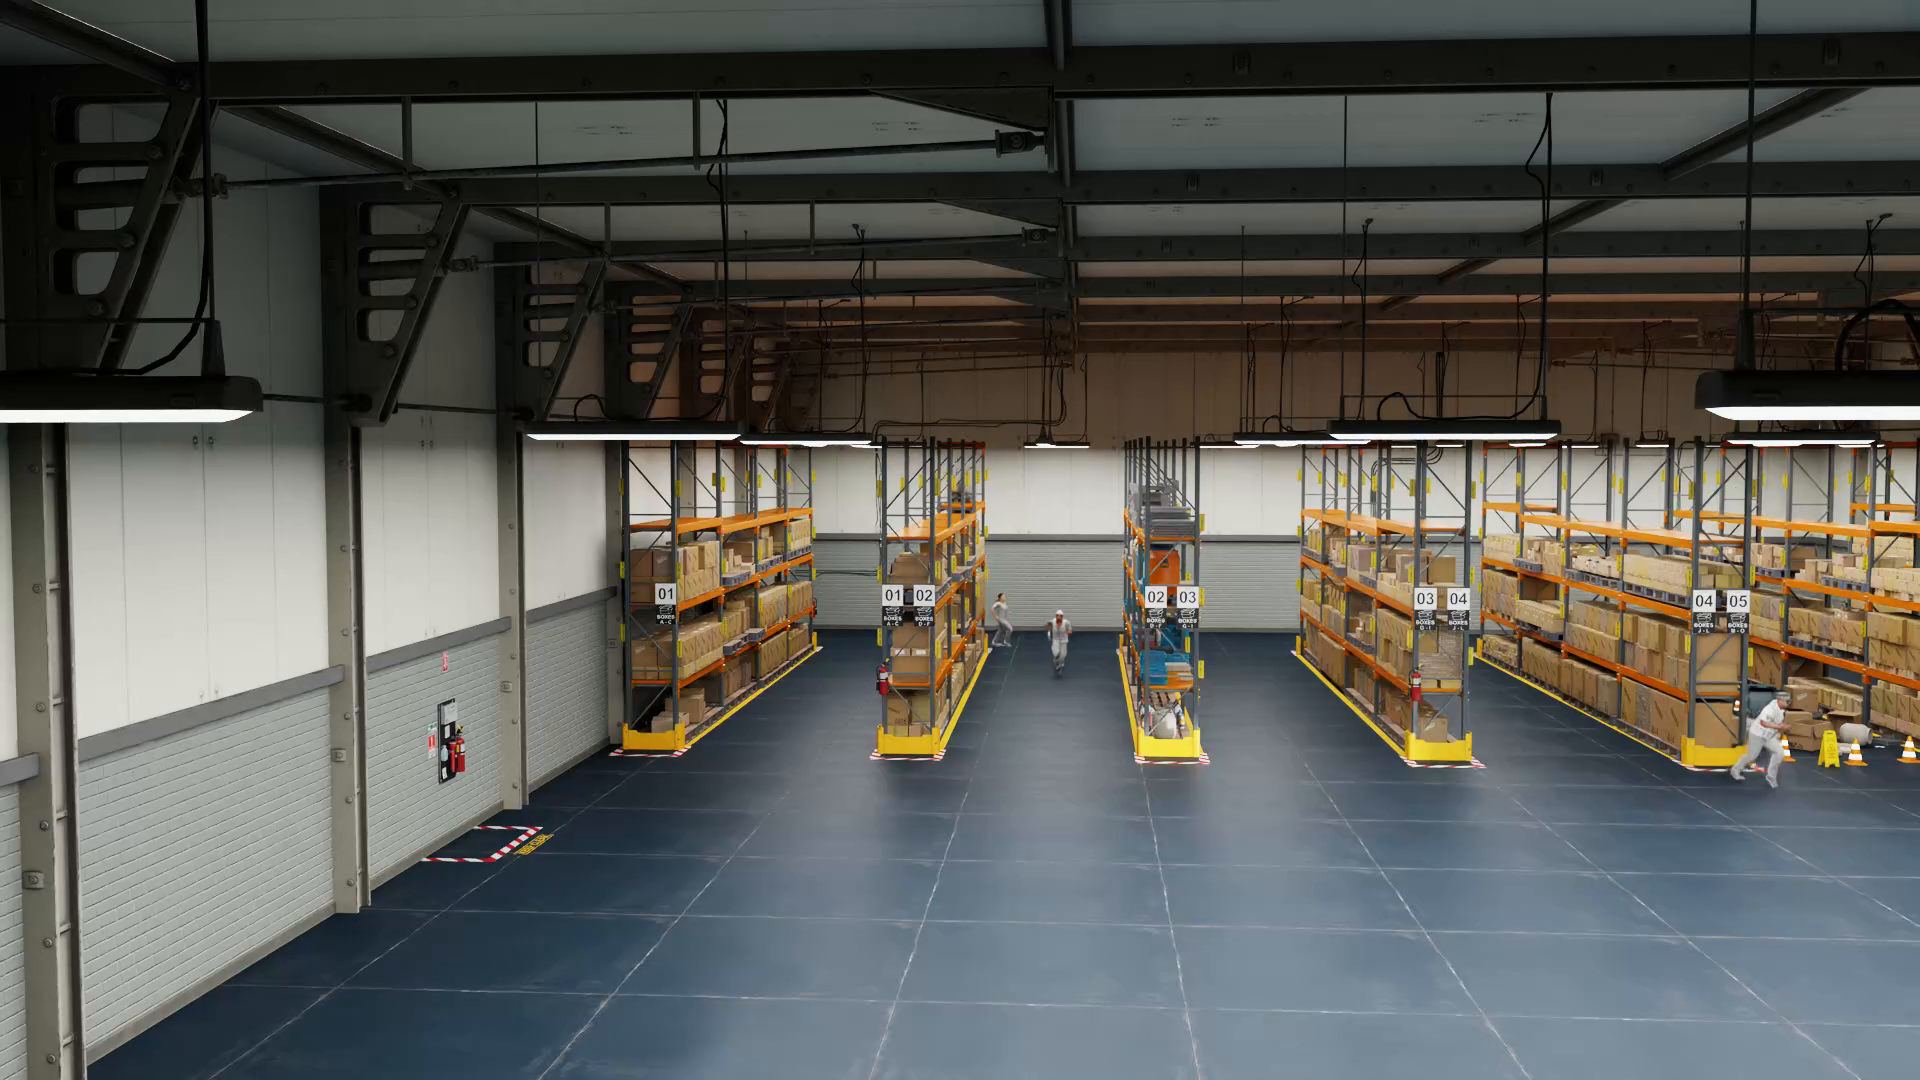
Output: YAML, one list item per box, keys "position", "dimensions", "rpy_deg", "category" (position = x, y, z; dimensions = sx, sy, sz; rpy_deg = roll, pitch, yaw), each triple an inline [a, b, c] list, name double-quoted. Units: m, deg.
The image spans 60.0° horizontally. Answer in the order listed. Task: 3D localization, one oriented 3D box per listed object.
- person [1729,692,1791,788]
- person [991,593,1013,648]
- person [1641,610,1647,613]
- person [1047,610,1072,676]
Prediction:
- position: [13.729, 3.412, 28.475]
  dimensions: [0.705, 1.710, 1.021]
  rpy_deg: [-2, 4, -39]
  category: "person"
- position: [1.197, 2.345, 48.430]
  dimensions: [0.734, 1.629, 0.700]
  rpy_deg: [1, 3, 22]
  category: "person"
- position: [16.827, 2.627, 41.092]
  dimensions: [0.671, 1.783, 0.884]
  rpy_deg: [0, 3, 1]
  category: "person"
- position: [2.505, 2.597, 41.929]
  dimensions: [0.642, 1.700, 0.894]
  rpy_deg: [0, 3, 3]
  category: "person"
